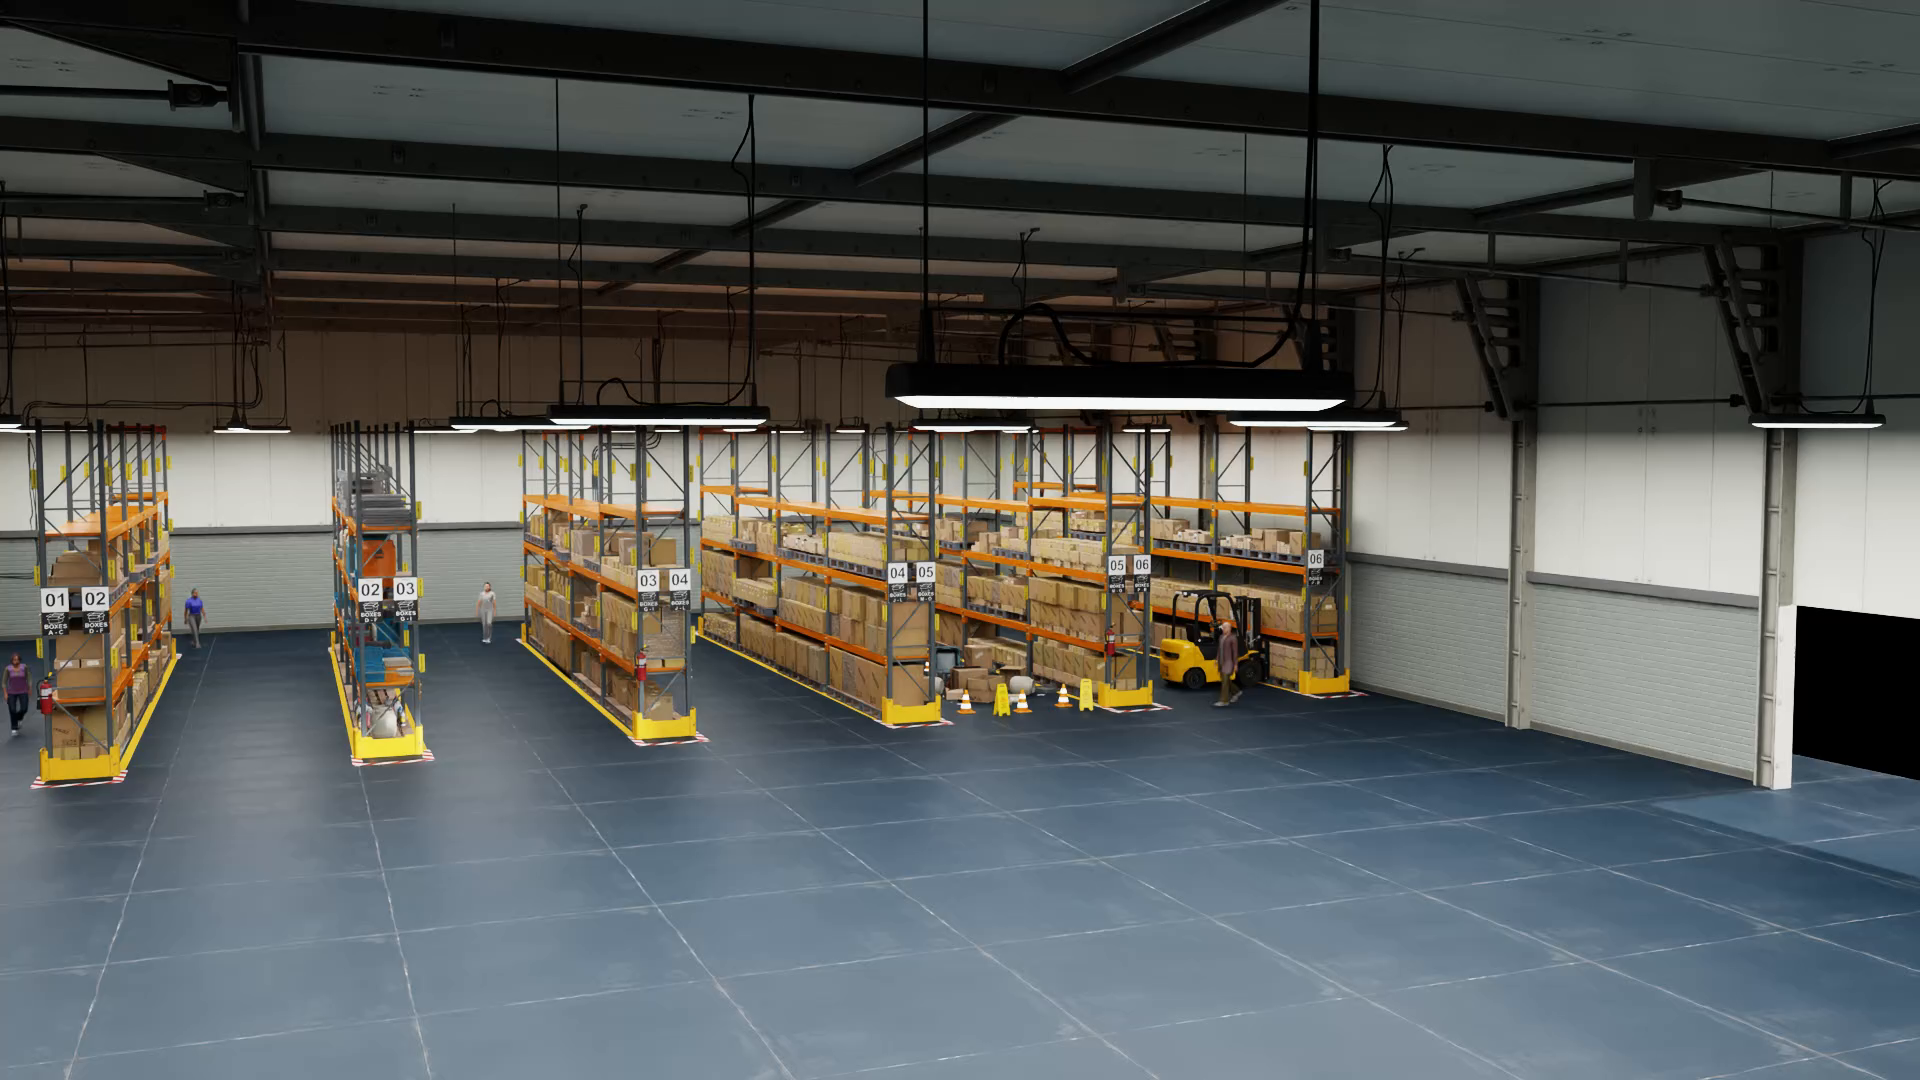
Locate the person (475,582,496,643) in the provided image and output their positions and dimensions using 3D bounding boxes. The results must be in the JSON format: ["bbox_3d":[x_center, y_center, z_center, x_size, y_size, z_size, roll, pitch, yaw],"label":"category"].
[{"bbox_3d":[-13.148,2.033,46.137,0.517,1.737,0.439,0,4,-2],"label":"person"}]

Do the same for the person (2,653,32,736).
[{"bbox_3d":[-18.122,2.951,31.963,0.503,1.579,0.487,-2,4,-30],"label":"person"}]

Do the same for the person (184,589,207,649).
[{"bbox_3d":[-20.654,2.100,44.870,1.075,1.591,0.499,3,5,42],"label":"person"}]

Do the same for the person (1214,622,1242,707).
[{"bbox_3d":[5.715,2.623,35.385,0.874,1.763,0.551,-2,4,-23],"label":"person"}]
